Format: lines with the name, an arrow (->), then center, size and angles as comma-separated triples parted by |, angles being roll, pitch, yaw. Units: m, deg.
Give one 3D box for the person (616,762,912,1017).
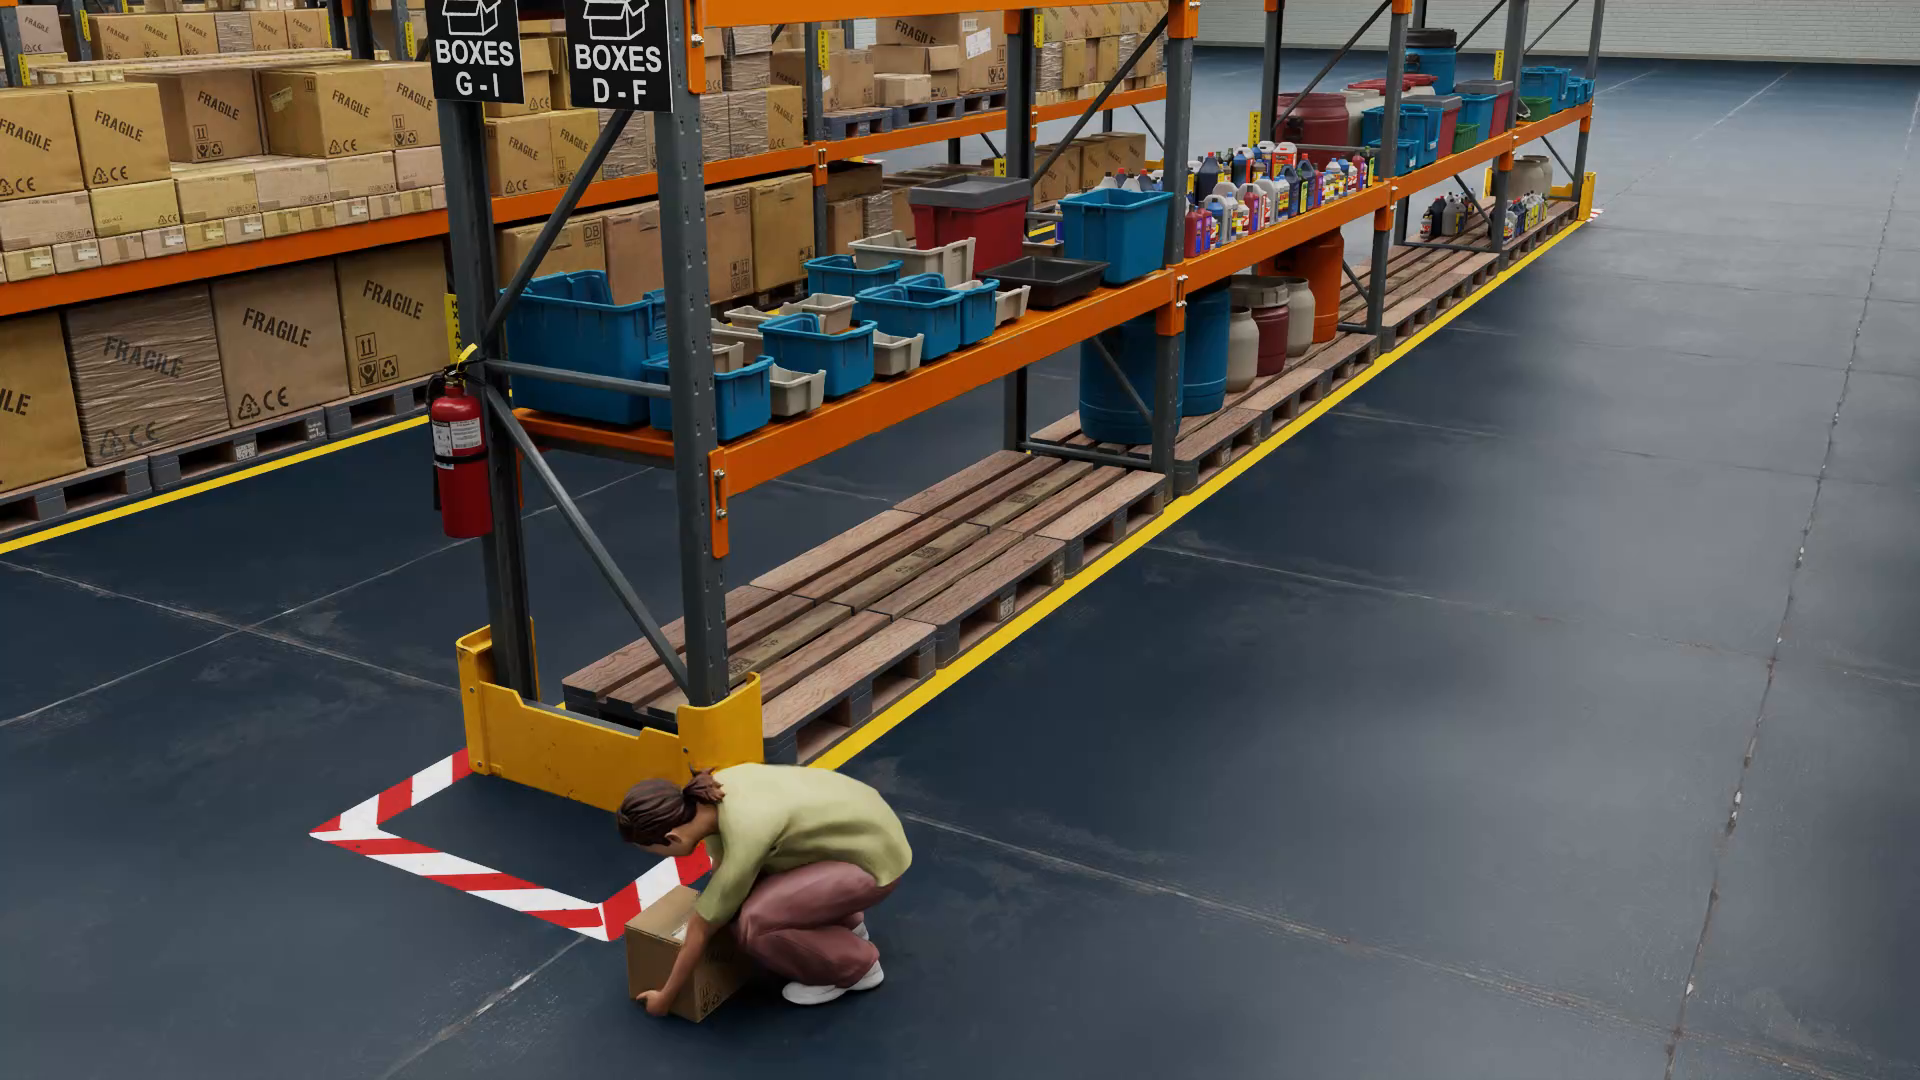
person -> -0.552, 0.980, 4.804 | 0.832, 0.805, 0.476 | -5, 20, -15
